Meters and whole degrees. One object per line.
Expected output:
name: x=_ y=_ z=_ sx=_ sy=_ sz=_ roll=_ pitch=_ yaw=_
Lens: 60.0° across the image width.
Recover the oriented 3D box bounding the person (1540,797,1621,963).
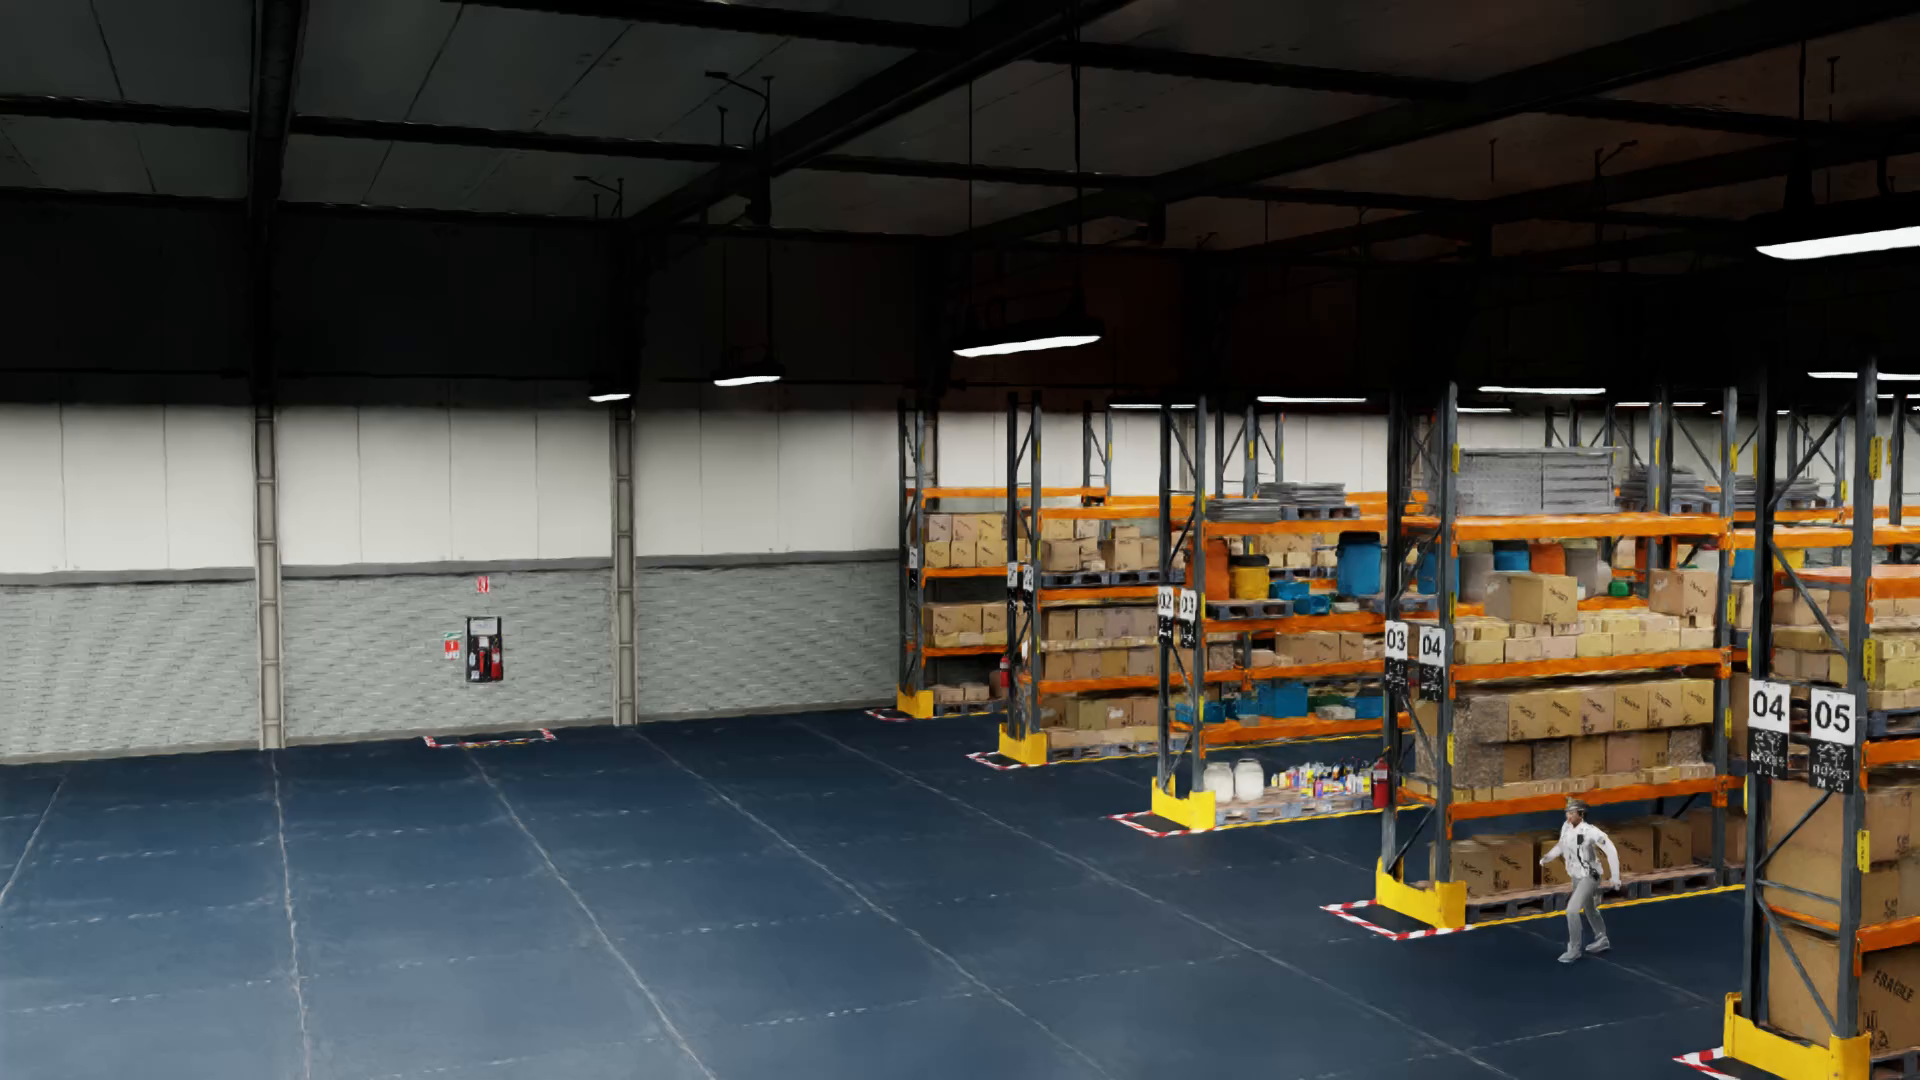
person: x=6.258 y=3.374 z=16.711 sx=0.814 sy=1.621 sz=0.636 roll=-1 pitch=4 yaw=-18

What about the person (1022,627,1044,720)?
person: x=1.422 y=2.451 z=30.905 sx=0.464 sy=1.772 sz=0.645 roll=3 pitch=4 yaw=40
